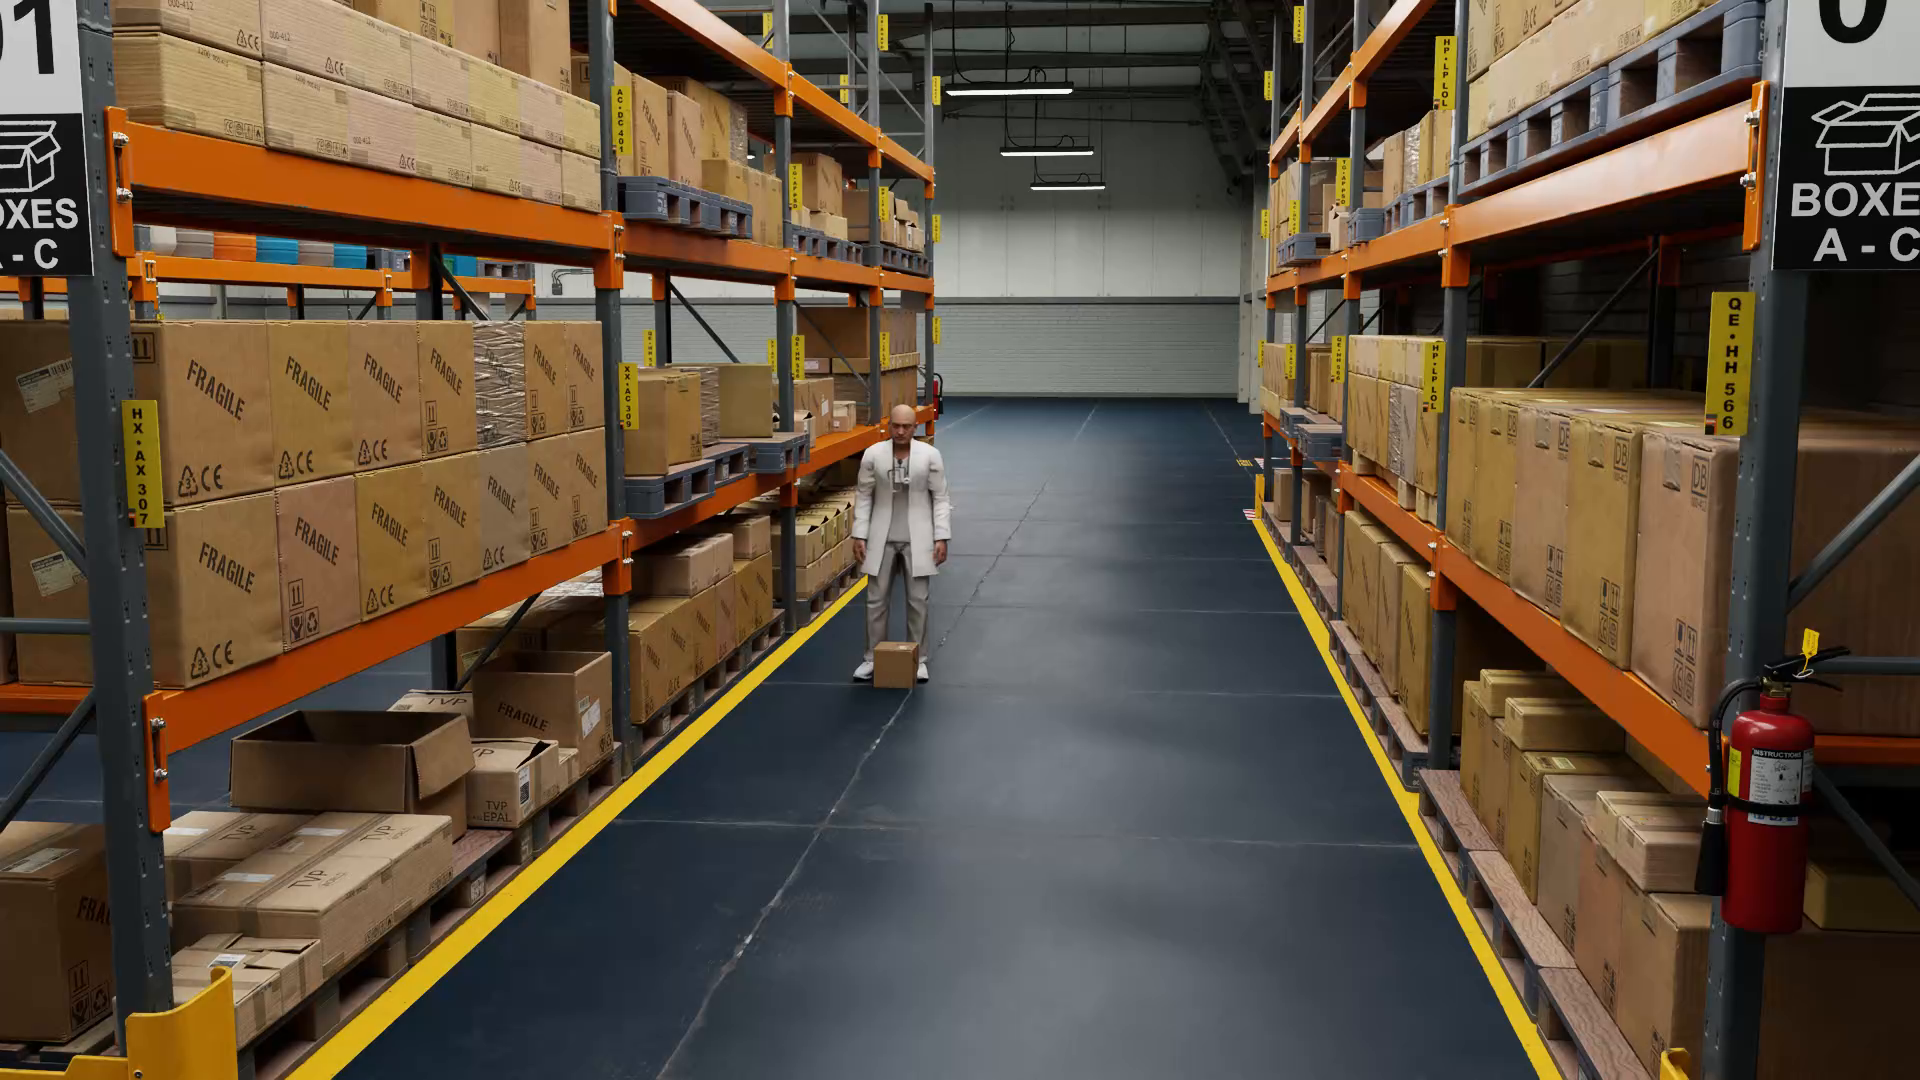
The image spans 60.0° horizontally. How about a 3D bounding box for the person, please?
[{"bbox_3d":[-0.381,0.011,10.763,0.656,1.774,0.416,1,7,4],"label":"person"}]
